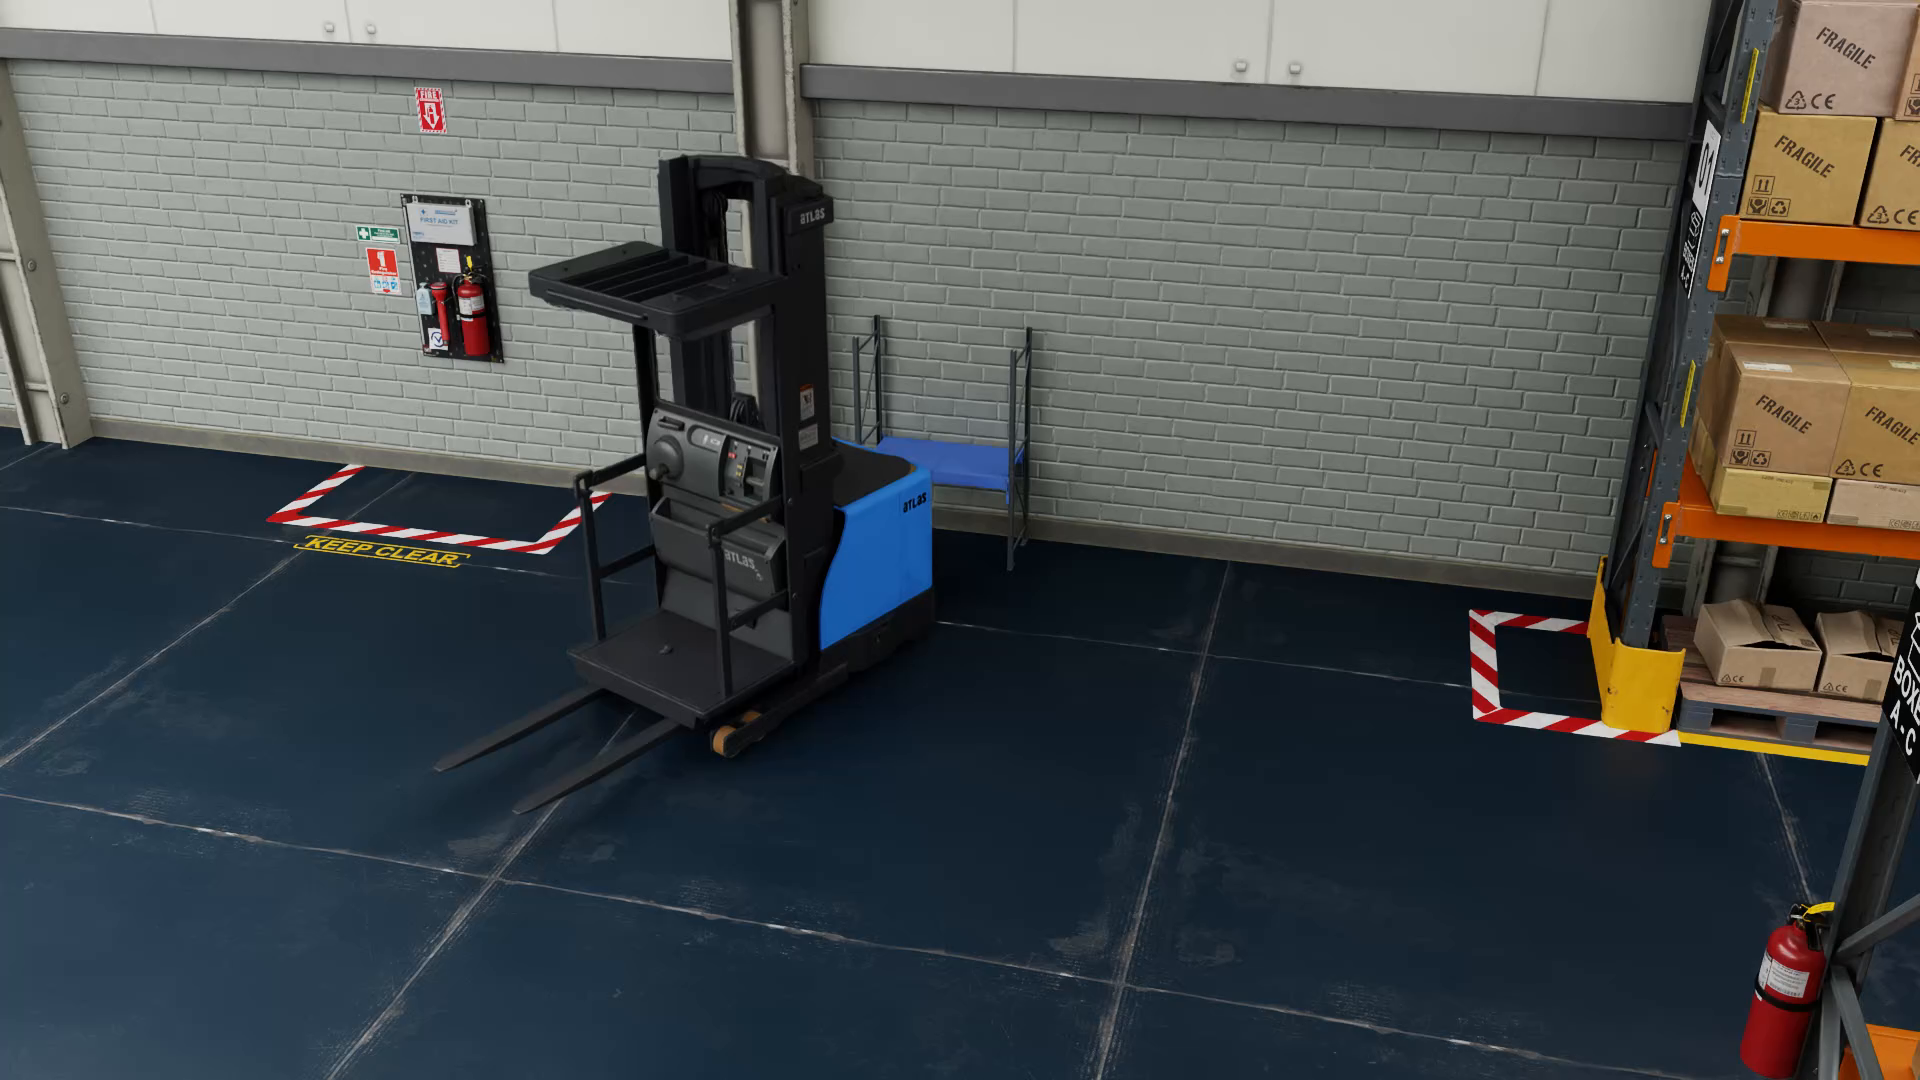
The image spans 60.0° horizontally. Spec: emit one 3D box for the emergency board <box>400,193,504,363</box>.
[{"bbox_3d":[-3.542,-1.772,11.483,0.643,1.169,0.194,6,26,13],"label":"emergency board"}]

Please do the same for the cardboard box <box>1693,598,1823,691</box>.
[{"bbox_3d":[4.407,0.563,9.195,0.500,0.311,0.500,3,26,7],"label":"cardboard box"}]

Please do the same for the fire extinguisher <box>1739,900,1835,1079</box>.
[{"bbox_3d":[2.530,1.327,5.062,0.183,0.674,0.296,6,26,13],"label":"fire extinguisher"}]

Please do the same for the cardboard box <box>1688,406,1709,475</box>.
[{"bbox_3d":[4.260,-0.536,9.038,0.500,0.250,0.500,7,26,14],"label":"cardboard box"}]

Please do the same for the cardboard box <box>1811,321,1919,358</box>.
[{"bbox_3d":[4.754,-0.824,8.770,0.500,0.500,0.500,7,26,14],"label":"cardboard box"}]

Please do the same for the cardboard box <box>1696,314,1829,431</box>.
[{"bbox_3d":[4.269,-0.882,8.892,0.500,0.500,0.500,6,26,12],"label":"cardboard box"}]

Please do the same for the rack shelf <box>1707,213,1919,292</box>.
[{"bbox_3d":[5.696,-1.380,8.006,4.000,0.370,1.077,6,26,13],"label":"rack shelf"}]

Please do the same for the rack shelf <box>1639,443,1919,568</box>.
[{"bbox_3d":[5.696,-0.025,8.650,4.000,0.370,1.077,6,26,13],"label":"rack shelf"}]

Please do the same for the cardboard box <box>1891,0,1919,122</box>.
[{"bbox_3d":[4.545,-2.207,7.604,0.500,0.500,0.500,6,26,12],"label":"cardboard box"}]

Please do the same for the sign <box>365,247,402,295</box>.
[{"bbox_3d":[-4.052,-1.890,11.690,0.234,0.329,0.001,6,26,13],"label":"sign"}]

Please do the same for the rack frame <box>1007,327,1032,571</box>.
[{"bbox_3d":[0.385,-0.581,10.726,0.032,1.500,0.500,6,26,13],"label":"rack frame"}]

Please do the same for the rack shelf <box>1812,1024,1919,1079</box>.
[{"bbox_3d":[4.466,2.037,4.318,4.000,0.370,1.077,6,26,13],"label":"rack shelf"}]

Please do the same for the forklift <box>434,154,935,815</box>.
[{"bbox_3d":[-1.450,-0.409,8.698,1.130,2.935,3.031,18,31,34],"label":"forklift"}]

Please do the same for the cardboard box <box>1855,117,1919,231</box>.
[{"bbox_3d":[4.532,-1.760,7.829,0.500,0.500,0.500,8,27,16],"label":"cardboard box"}]

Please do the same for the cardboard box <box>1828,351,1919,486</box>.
[{"bbox_3d":[4.623,-0.611,8.322,0.500,0.500,0.500,6,26,13],"label":"cardboard box"}]

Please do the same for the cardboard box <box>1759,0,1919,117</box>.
[{"bbox_3d":[4.072,-2.282,7.761,0.500,0.500,0.500,4,26,9],"label":"cardboard box"}]

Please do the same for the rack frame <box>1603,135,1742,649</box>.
[{"bbox_3d":[3.759,-0.564,8.946,0.127,3.000,1.000,6,26,13],"label":"rack frame"}]

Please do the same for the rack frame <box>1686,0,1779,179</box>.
[{"bbox_3d":[3.759,-3.273,7.656,0.127,3.000,1.000,6,26,13],"label":"rack frame"}]

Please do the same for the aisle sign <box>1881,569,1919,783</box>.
[{"bbox_3d":[2.539,0.195,4.326,0.004,0.787,0.394,6,26,13],"label":"aisle sign"}]

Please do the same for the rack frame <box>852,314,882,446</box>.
[{"bbox_3d":[-0.600,-0.691,10.956,0.032,1.500,0.500,6,26,13],"label":"rack frame"}]

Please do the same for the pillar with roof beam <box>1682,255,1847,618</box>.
[{"bbox_3d":[3.580,-1.766,4.490,0.400,9.000,9.100,6,26,13],"label":"pillar with roof beam"}]

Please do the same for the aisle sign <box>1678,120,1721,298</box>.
[{"bbox_3d":[3.615,-1.621,8.141,0.004,0.787,0.394,6,26,13],"label":"aisle sign"}]

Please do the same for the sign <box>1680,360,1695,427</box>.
[{"bbox_3d":[3.624,-0.729,8.285,0.005,0.325,0.100,6,26,13],"label":"sign"}]

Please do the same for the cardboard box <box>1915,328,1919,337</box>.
[{"bbox_3d":[5.256,-0.771,8.658,0.500,0.500,0.500,6,26,12],"label":"cardboard box"}]

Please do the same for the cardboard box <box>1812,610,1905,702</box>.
[{"bbox_3d":[4.959,0.624,9.066,0.500,0.311,0.500,9,27,17],"label":"cardboard box"}]

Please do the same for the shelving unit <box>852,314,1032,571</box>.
[{"bbox_3d":[-0.107,-0.636,10.841,1.048,1.500,0.538,6,26,13],"label":"shelving unit"}]

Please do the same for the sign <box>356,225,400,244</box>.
[{"bbox_3d":[-4.050,-2.125,11.567,0.331,0.109,0.001,6,26,13],"label":"sign"}]

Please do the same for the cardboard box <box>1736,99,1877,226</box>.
[{"bbox_3d":[4.021,-1.833,7.981,0.500,0.500,0.500,7,26,14],"label":"cardboard box"}]

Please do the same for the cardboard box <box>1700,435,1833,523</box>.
[{"bbox_3d":[4.153,-0.321,8.586,0.500,0.250,0.500,6,26,11],"label":"cardboard box"}]

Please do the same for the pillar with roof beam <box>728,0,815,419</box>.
[{"bbox_3d":[-2.230,-2.408,5.840,0.400,9.000,9.100,6,26,13],"label":"pillar with roof beam"}]

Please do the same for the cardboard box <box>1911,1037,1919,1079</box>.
[{"bbox_3d":[2.978,1.509,4.475,0.500,0.500,0.700,6,26,13],"label":"cardboard box"}]

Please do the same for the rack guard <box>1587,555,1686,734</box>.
[{"bbox_3d":[3.833,0.573,9.466,0.348,0.500,1.175,6,26,13],"label":"rack guard"}]

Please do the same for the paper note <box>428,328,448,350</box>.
[{"bbox_3d":[-3.696,-1.422,11.772,0.142,0.148,0.016,6,26,13],"label":"paper note"}]

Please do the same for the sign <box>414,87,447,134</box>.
[{"bbox_3d":[-3.525,-2.861,11.073,0.199,0.298,0.001,6,26,13],"label":"sign"}]

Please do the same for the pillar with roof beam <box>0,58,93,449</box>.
[{"bbox_3d":[-8.041,-3.051,7.189,0.400,9.000,9.100,6,26,13],"label":"pillar with roof beam"}]

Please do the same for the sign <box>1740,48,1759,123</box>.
[{"bbox_3d":[3.624,-2.087,7.638,0.005,0.325,0.100,6,26,13],"label":"sign"}]

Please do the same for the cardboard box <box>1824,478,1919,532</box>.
[{"bbox_3d":[4.659,-0.271,8.482,0.500,0.250,0.500,5,26,11],"label":"cardboard box"}]

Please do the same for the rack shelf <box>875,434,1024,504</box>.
[{"bbox_3d":[-0.107,-0.474,10.919,1.000,0.185,0.538,6,26,13],"label":"rack shelf"}]

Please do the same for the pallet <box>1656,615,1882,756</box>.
[{"bbox_3d":[4.611,0.805,9.314,1.213,0.211,1.003,6,26,13],"label":"pallet"}]

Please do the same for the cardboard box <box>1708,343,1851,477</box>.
[{"bbox_3d":[4.147,-0.668,8.442,0.500,0.500,0.500,6,26,13],"label":"cardboard box"}]
